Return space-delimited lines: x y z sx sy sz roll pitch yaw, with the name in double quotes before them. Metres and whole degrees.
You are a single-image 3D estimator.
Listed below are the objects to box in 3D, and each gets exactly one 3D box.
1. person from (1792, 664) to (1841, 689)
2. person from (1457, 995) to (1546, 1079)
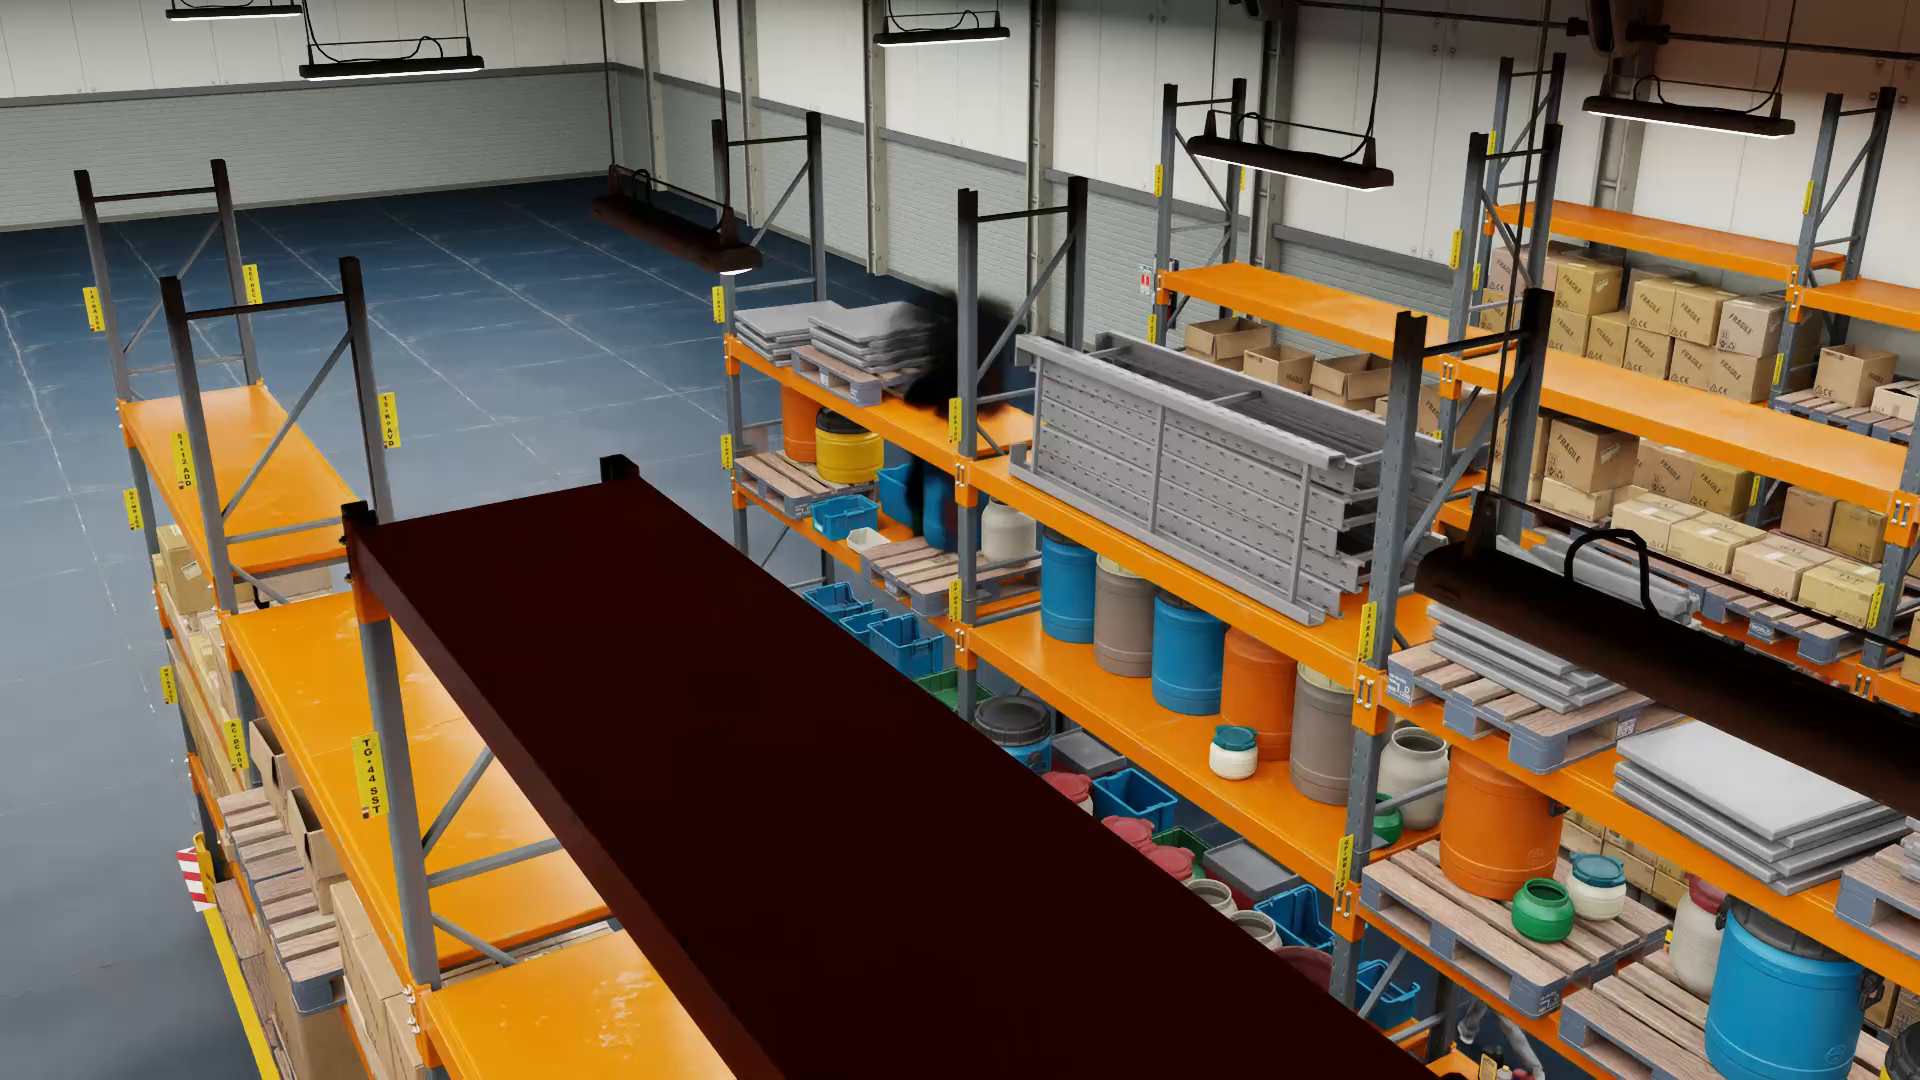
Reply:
"person" 8.022 1.405 15.579 0.659 1.729 0.643 -17 28 -37
"person" 3.815 3.107 11.704 0.526 1.429 0.994 -7 23 -16
